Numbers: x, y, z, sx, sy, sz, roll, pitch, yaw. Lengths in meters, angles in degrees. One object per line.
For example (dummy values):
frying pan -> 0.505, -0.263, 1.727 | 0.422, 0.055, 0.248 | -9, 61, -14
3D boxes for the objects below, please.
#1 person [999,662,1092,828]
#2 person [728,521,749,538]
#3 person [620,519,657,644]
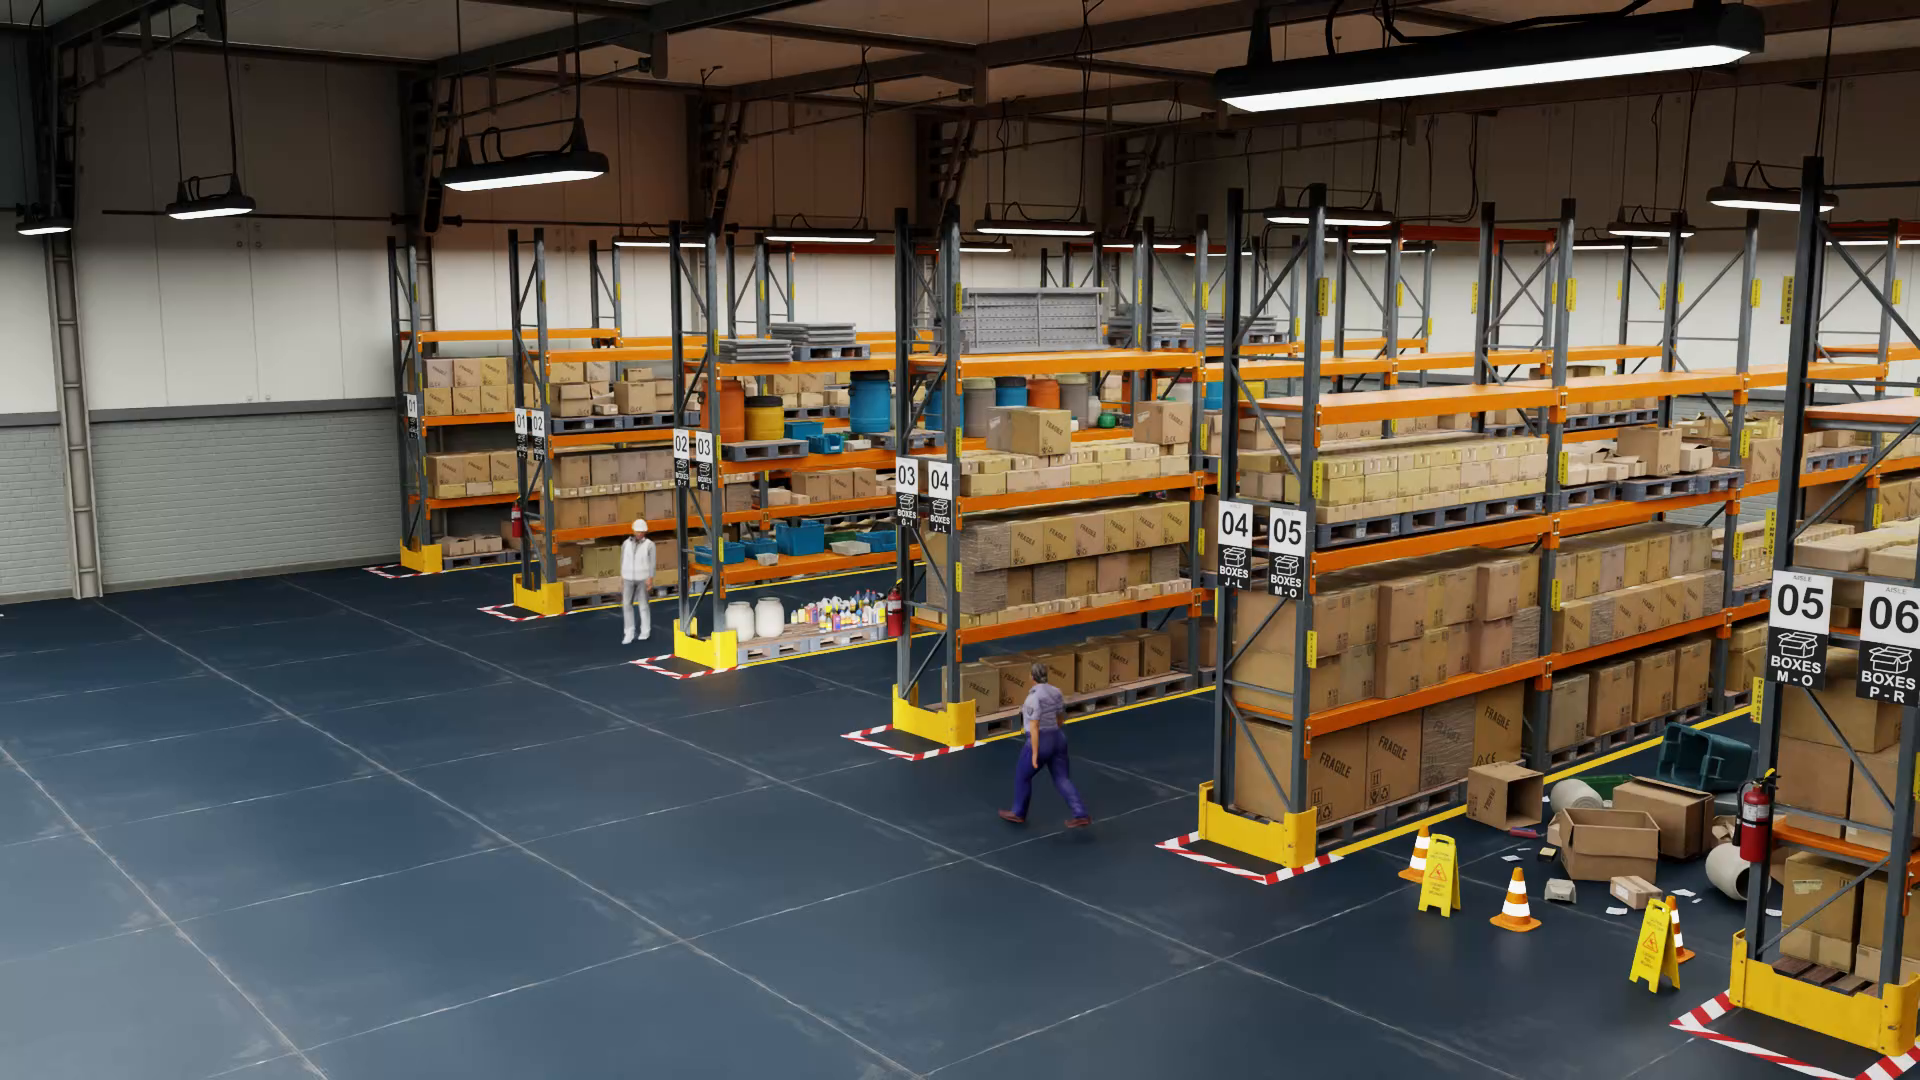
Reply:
person -> 0.823, 1.955, 15.820 | 1.013, 1.595, 0.518 | 8, 12, 43
person -> -4.075, -0.493, 31.252 | 0.702, 1.762, 0.620 | -8, 12, -43
person -> -4.690, 0.620, 24.153 | 0.566, 1.839, 0.530 | 1, 9, 4
